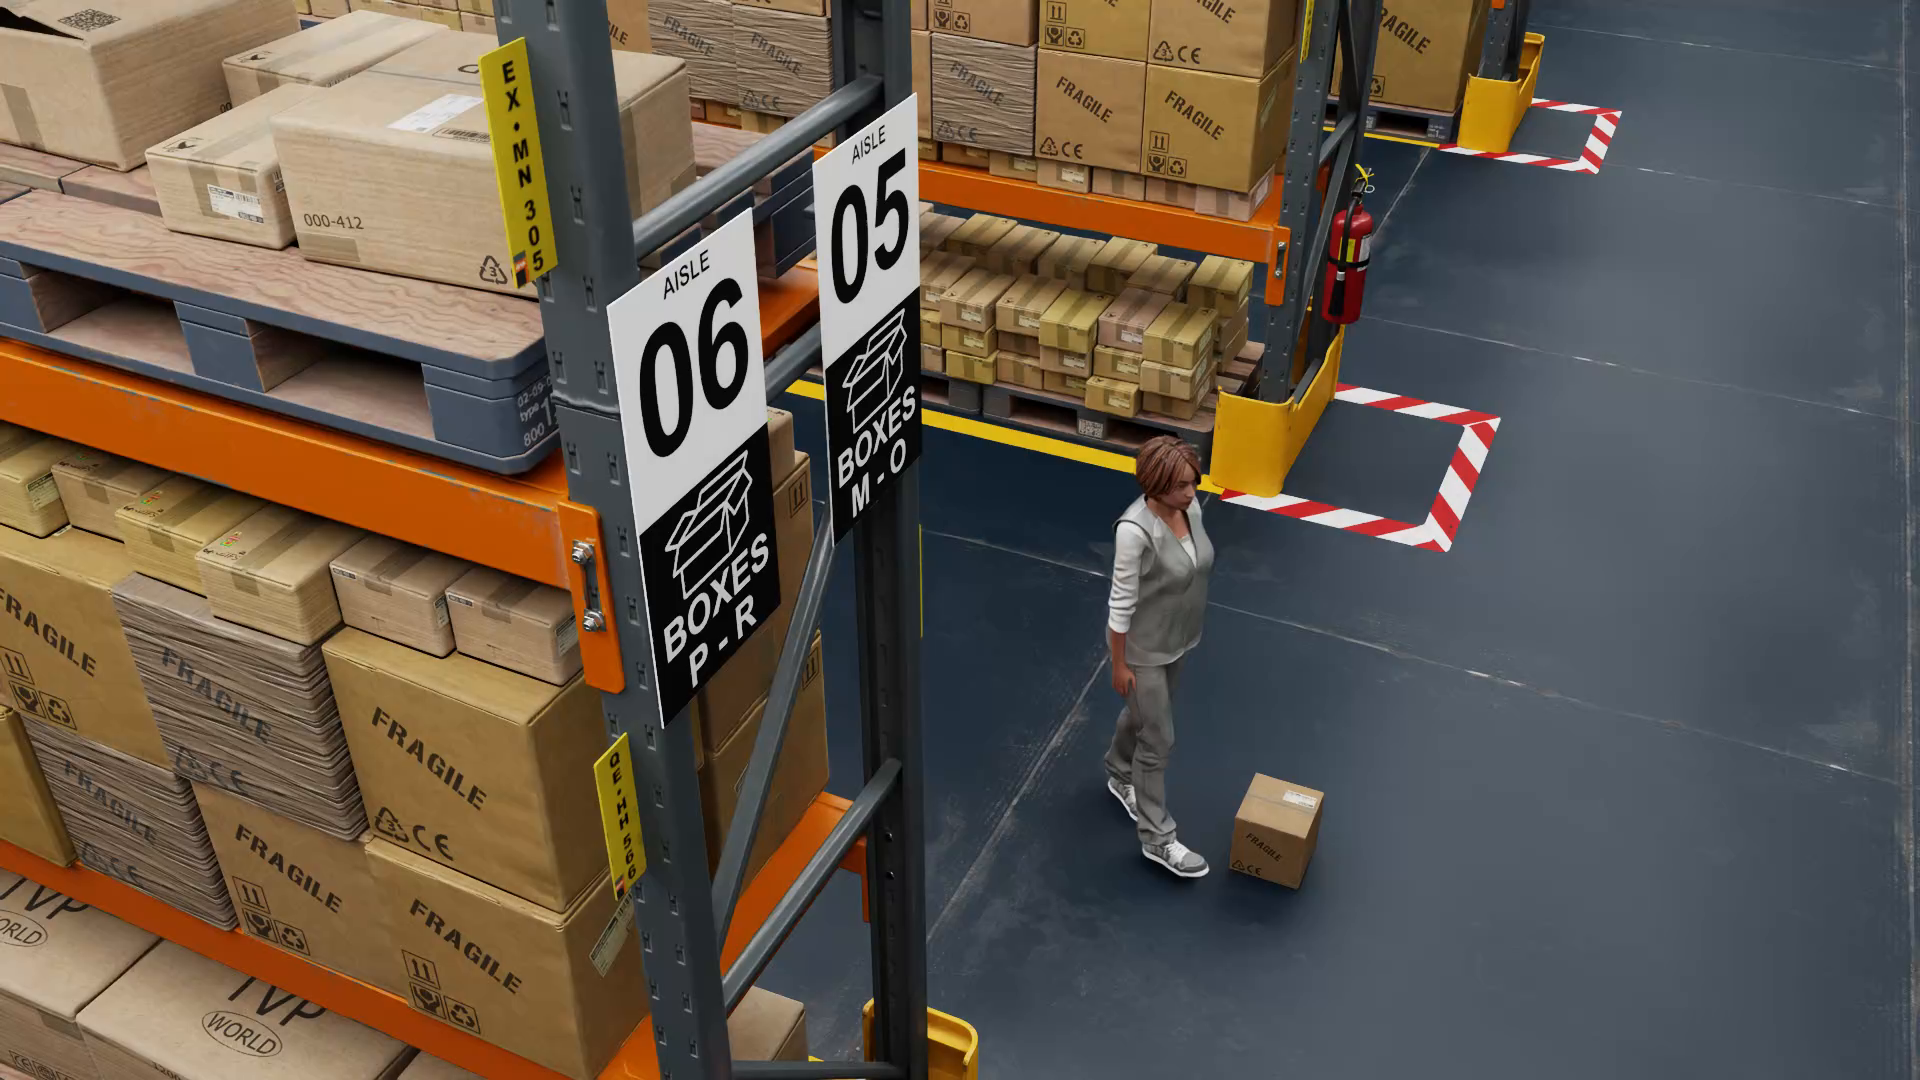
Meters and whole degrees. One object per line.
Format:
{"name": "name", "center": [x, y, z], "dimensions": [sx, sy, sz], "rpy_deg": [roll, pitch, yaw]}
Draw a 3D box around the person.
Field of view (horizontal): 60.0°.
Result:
{"name": "person", "center": [0.722, 0.377, 5.586], "dimensions": [0.583, 1.592, 0.421], "rpy_deg": [26, 42, 33]}
